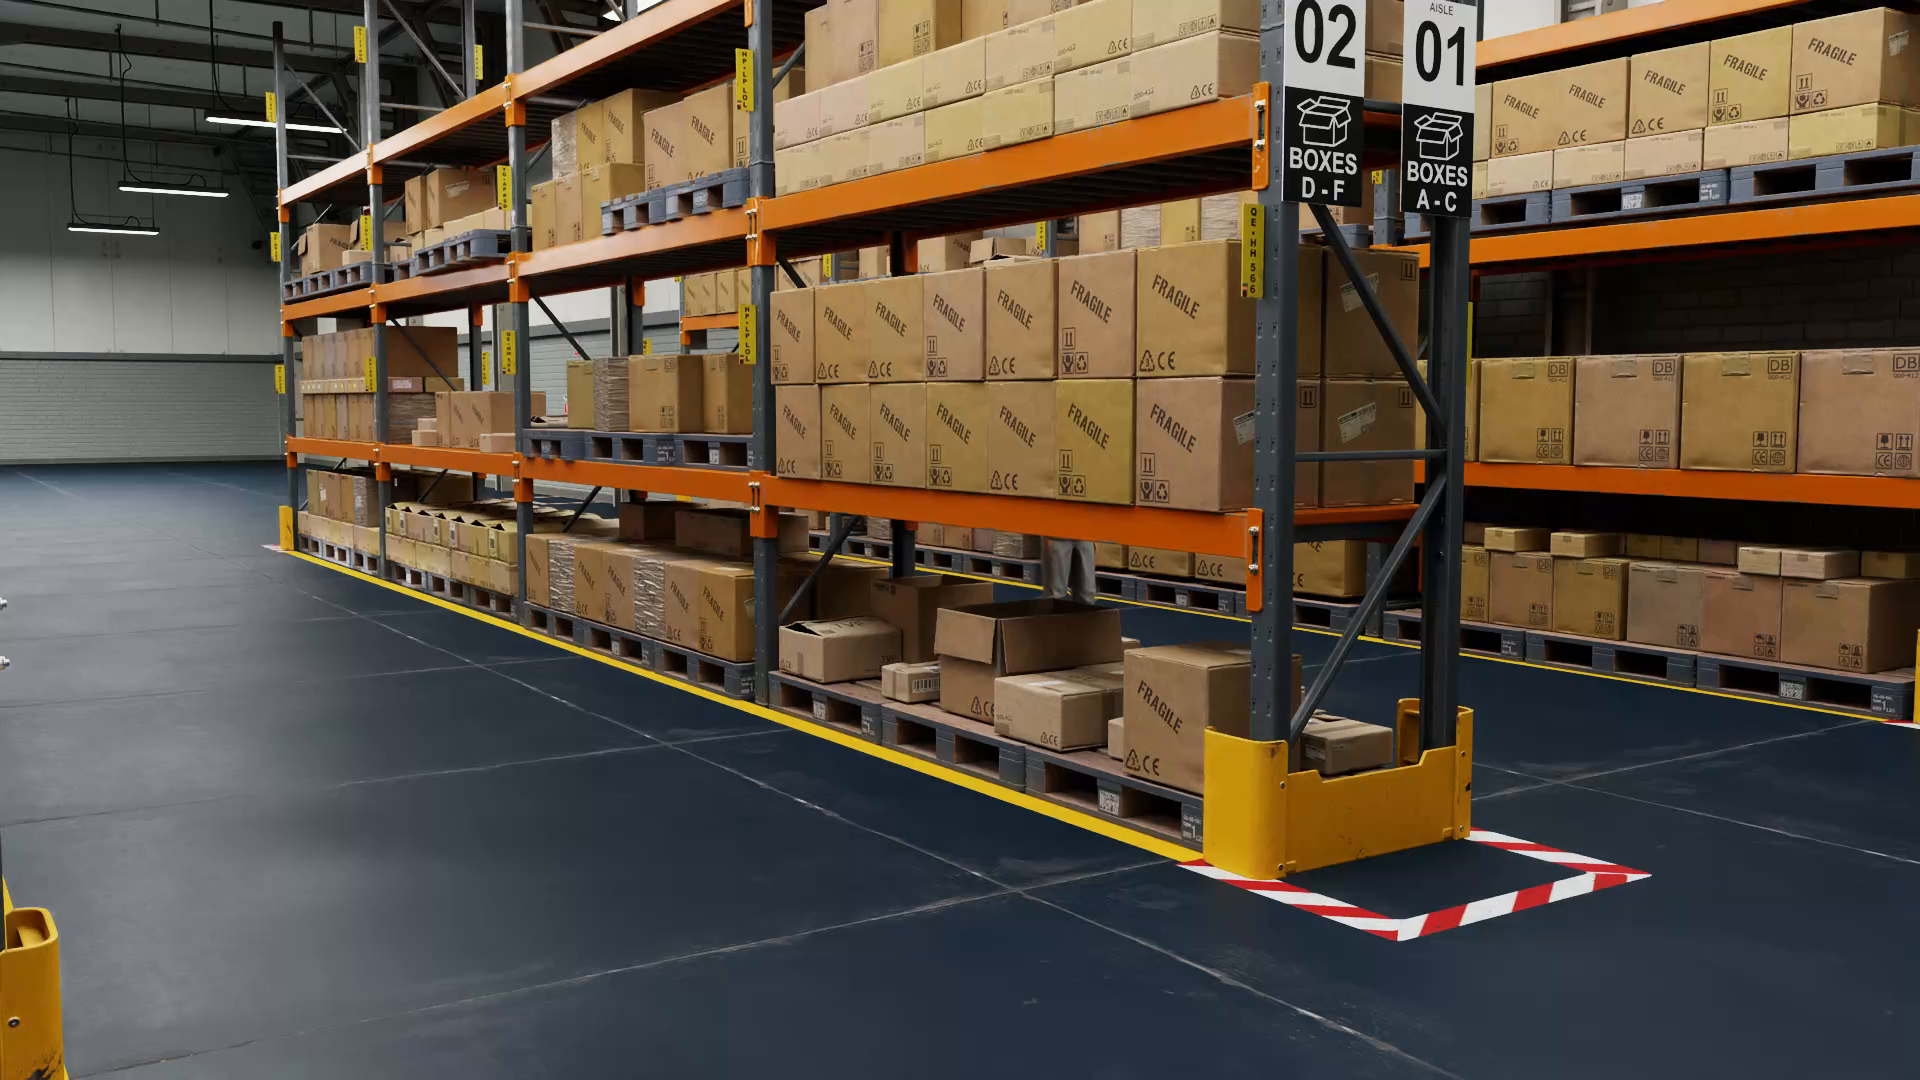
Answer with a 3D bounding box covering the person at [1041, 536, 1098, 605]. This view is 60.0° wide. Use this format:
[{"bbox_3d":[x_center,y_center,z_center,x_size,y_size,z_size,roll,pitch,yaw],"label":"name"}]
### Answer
[{"bbox_3d":[0.681,0.004,10.622,0.437,1.678,0.361,-3,6,-32],"label":"person"}]
